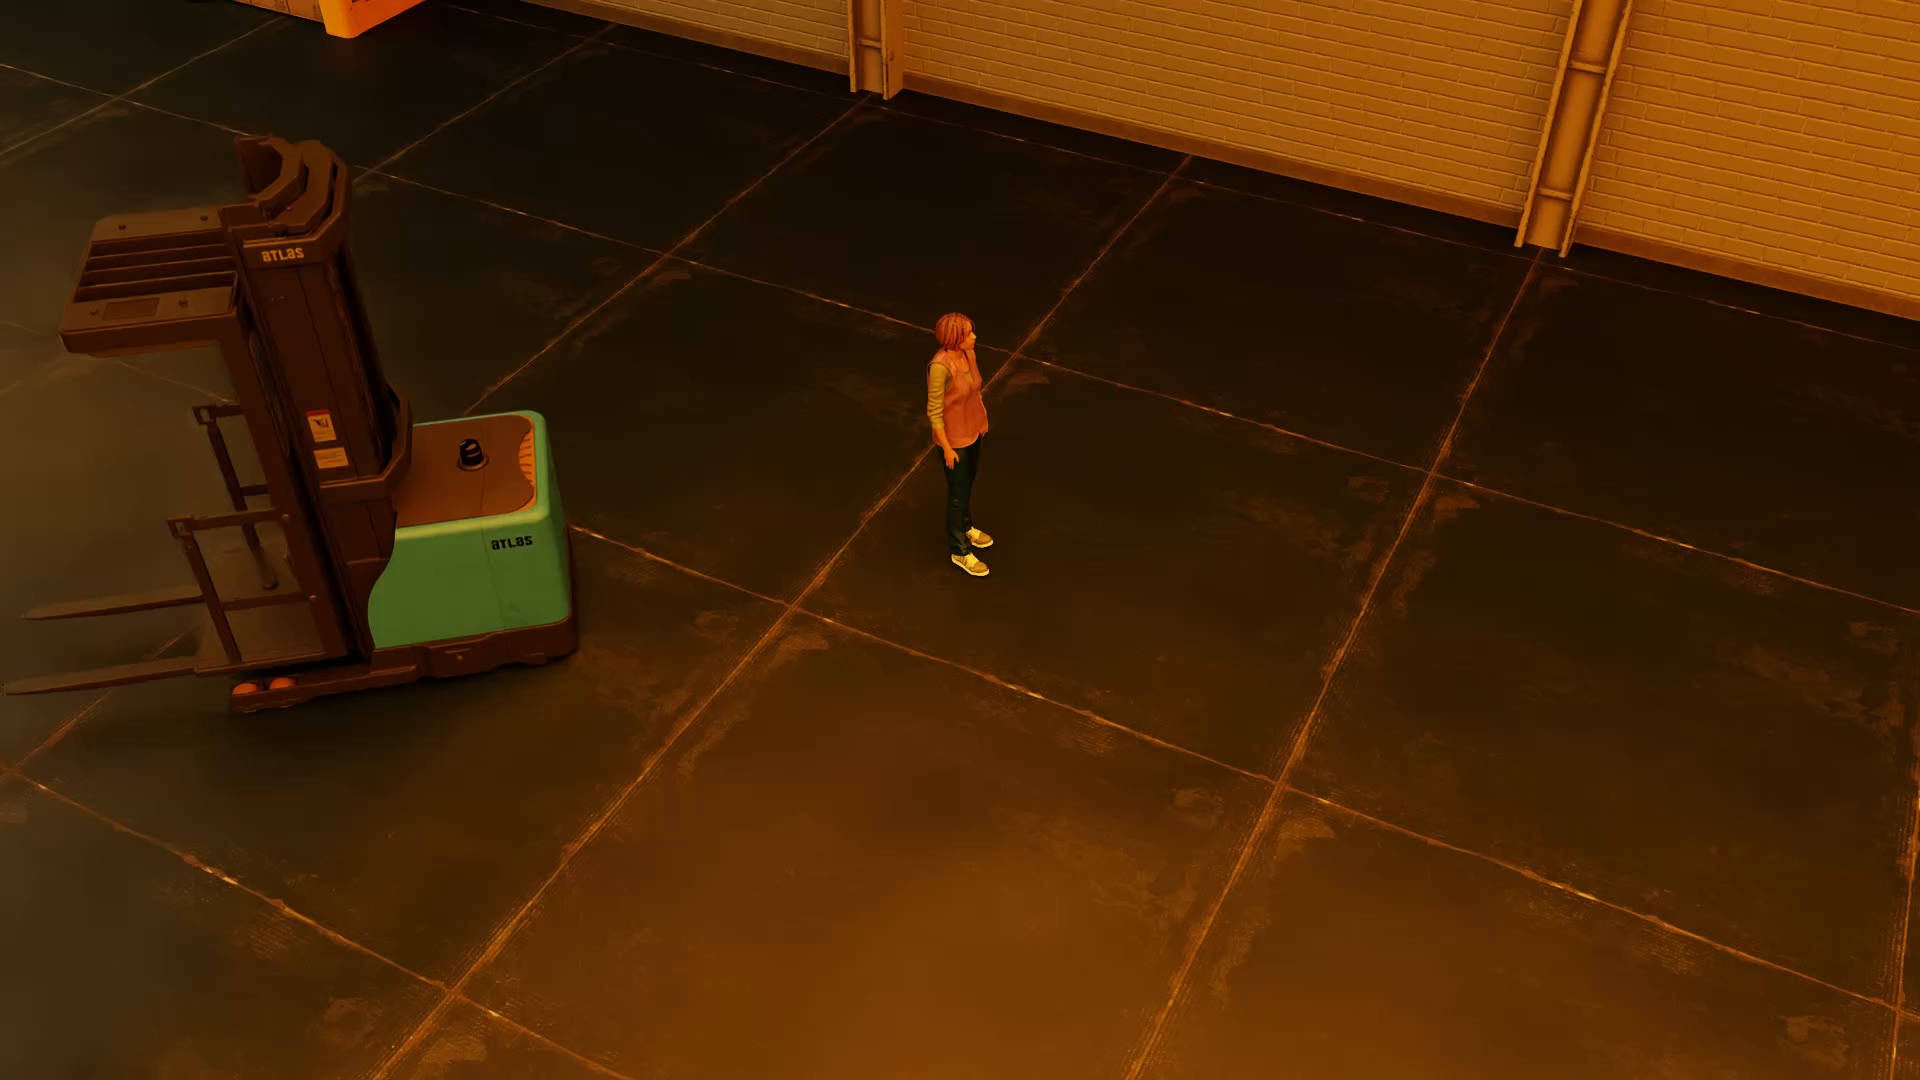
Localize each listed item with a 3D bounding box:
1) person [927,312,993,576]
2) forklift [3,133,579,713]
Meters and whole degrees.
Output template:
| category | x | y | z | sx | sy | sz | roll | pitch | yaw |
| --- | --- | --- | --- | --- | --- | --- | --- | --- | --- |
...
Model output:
| category | x | y | z | sx | sy | sz | roll | pitch | yaw |
| --- | --- | --- | --- | --- | --- | --- | --- | --- | --- |
| person | 0.060 | -0.586 | 9.707 | 0.473 | 1.599 | 0.521 | 18 | 43 | 21 |
| forklift | -3.740 | -0.546 | 8.635 | 3.031 | 2.935 | 1.130 | -8 | 41 | -10 |
